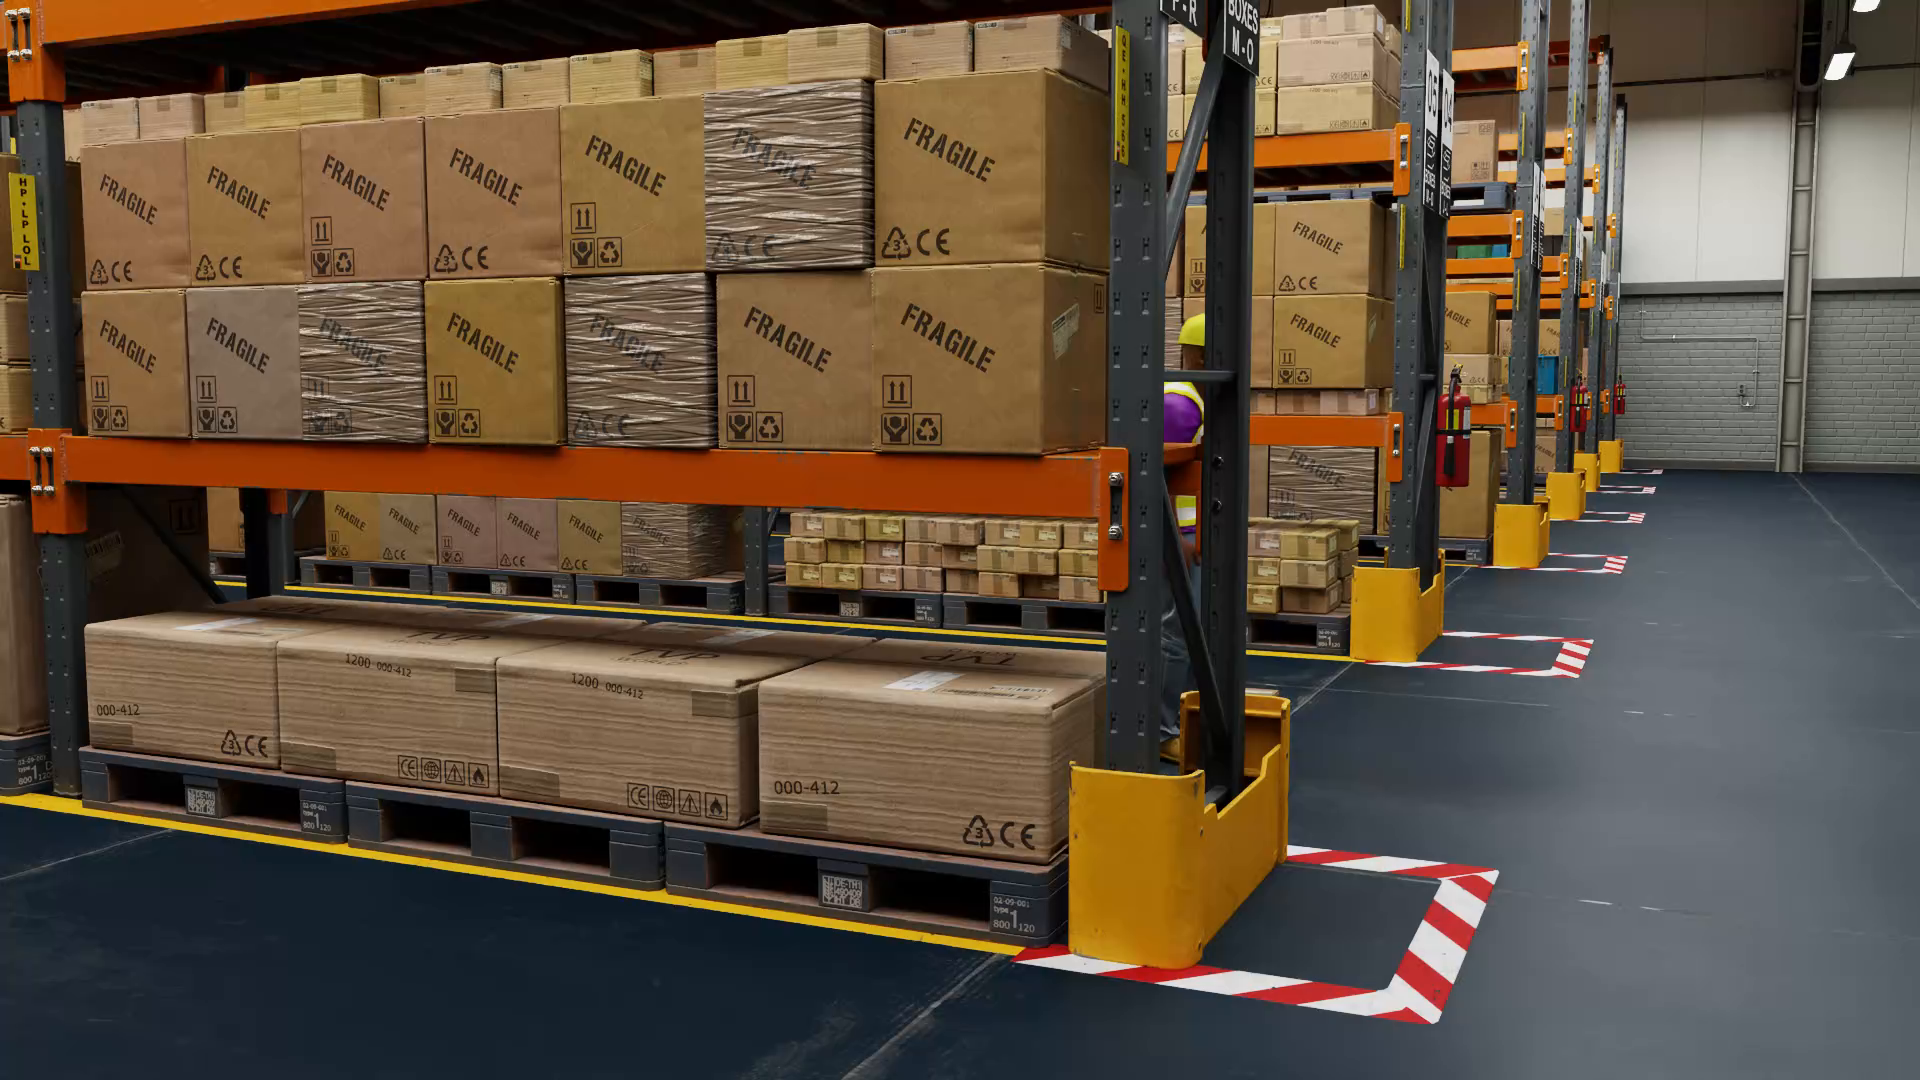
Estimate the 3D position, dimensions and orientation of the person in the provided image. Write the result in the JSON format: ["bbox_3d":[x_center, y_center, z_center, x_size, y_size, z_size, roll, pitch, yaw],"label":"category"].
[{"bbox_3d":[0.920,-0.021,6.664,0.460,1.761,0.637,2,6,22],"label":"person"}]
